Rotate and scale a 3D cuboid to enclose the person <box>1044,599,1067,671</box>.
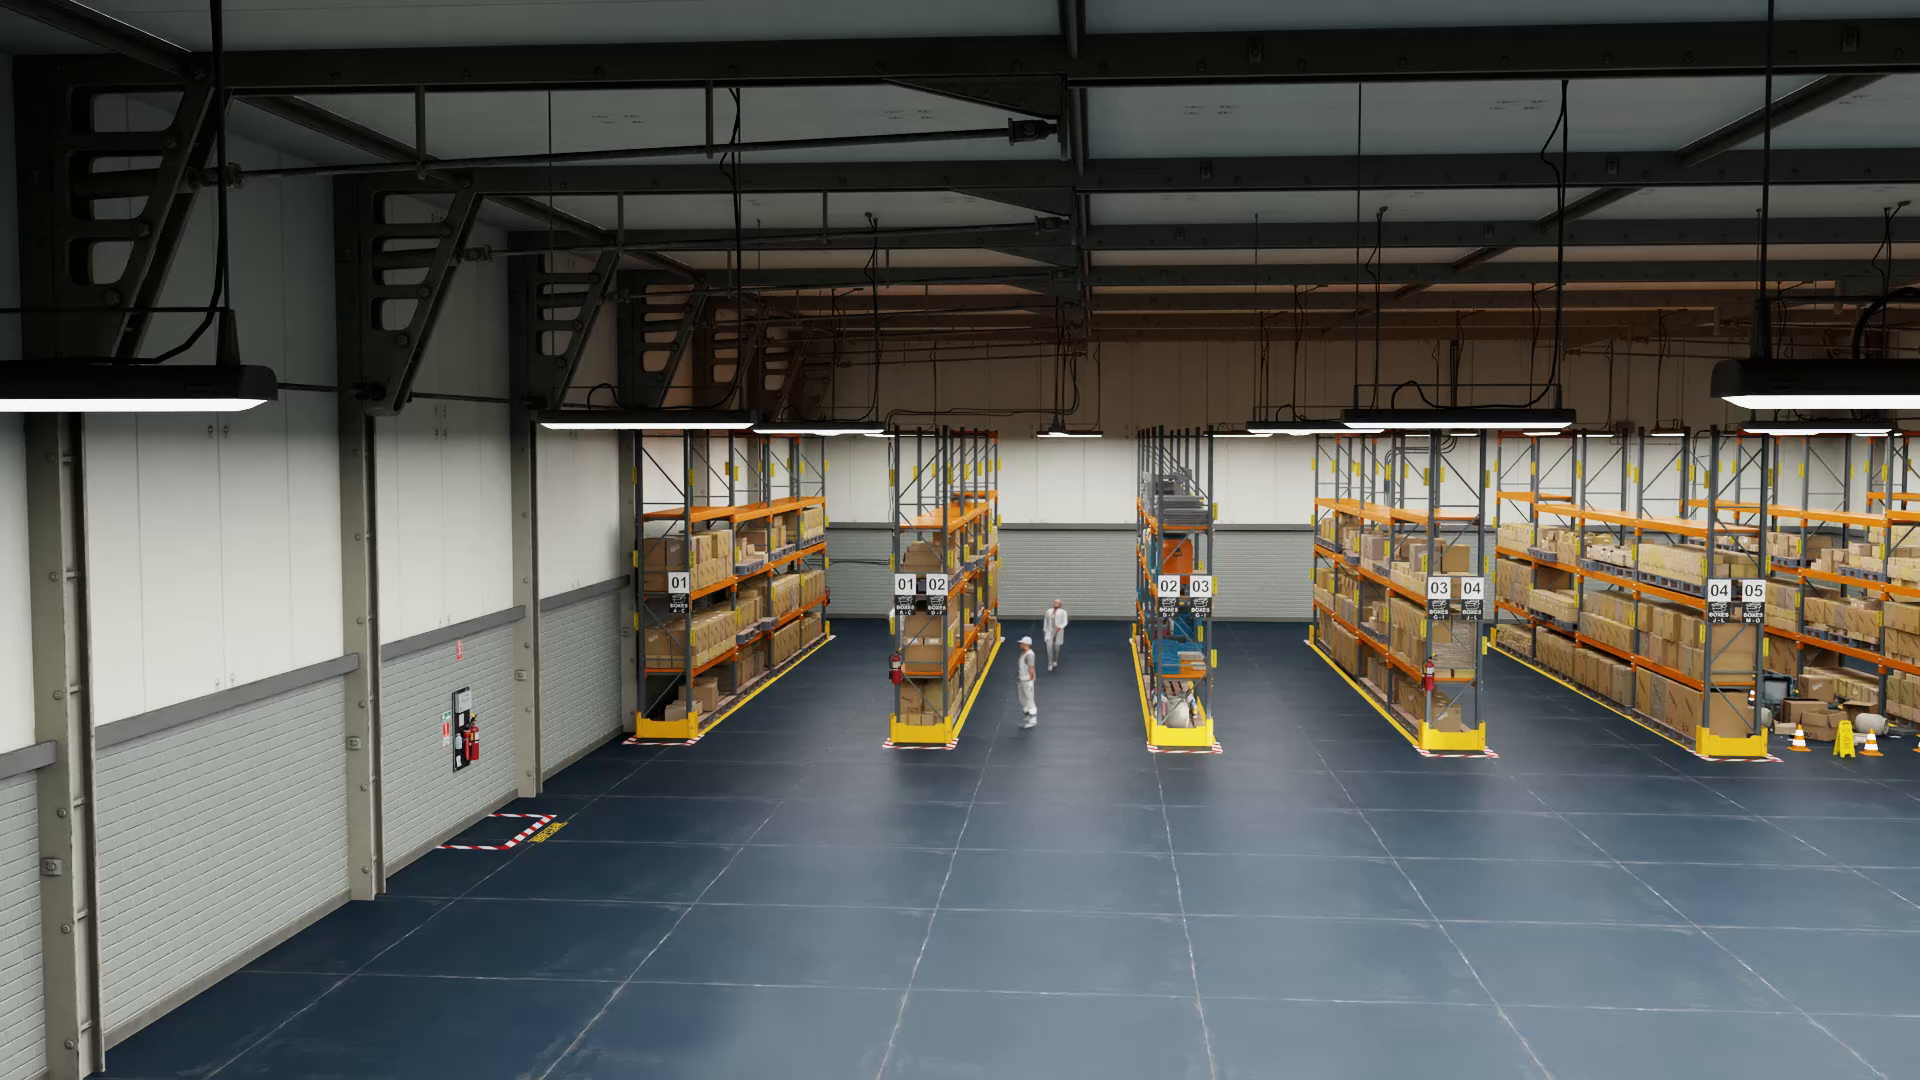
[{"bbox_3d":[2.391,2.393,41.697,0.588,1.806,0.953,0,3,3],"label":"person"}]

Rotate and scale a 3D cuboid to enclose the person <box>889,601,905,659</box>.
[{"bbox_3d":[-1.594,2.332,42.718,0.455,1.647,0.928,1,3,10],"label":"person"}]

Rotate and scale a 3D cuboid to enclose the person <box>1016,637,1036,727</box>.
[{"bbox_3d":[1.323,2.836,33.183,0.354,1.824,0.658,-1,4,-19],"label":"person"}]
